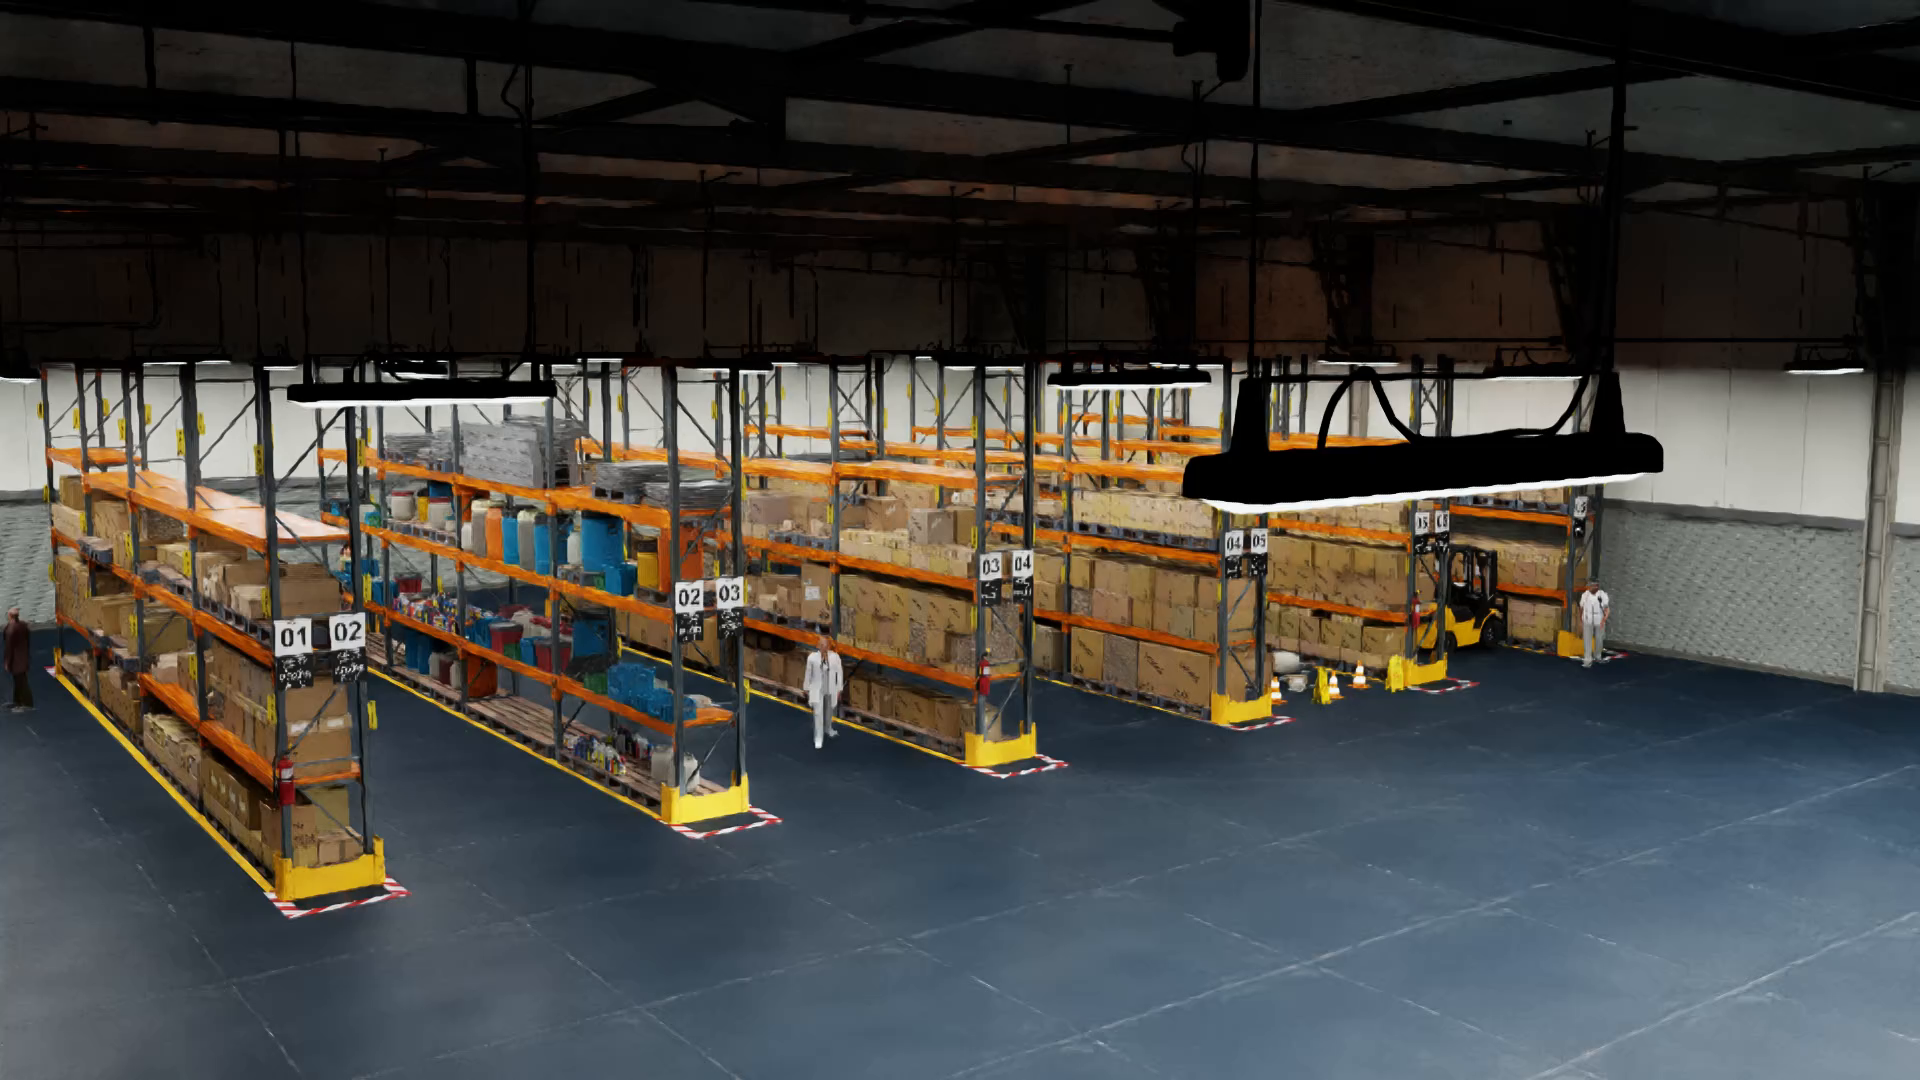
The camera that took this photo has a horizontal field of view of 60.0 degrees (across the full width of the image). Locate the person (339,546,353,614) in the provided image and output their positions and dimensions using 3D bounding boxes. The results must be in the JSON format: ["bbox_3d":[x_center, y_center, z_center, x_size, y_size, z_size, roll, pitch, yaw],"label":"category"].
[{"bbox_3d":[-14.258,0.906,38.336,0.484,1.665,0.647,2,7,13],"label":"person"}]

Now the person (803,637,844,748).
[{"bbox_3d":[-2.142,2.349,26.115,0.630,1.723,1.046,-2,7,-16],"label":"person"}]

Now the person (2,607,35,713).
[{"bbox_3d":[-16.151,2.023,28.416,0.620,1.776,0.678,-1,7,-7],"label":"person"}]

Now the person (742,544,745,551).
[{"bbox_3d":[-5.981,0.038,45.393,0.525,1.715,0.581,2,7,16],"label":"person"}]

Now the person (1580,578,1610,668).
[{"bbox_3d":[12.353,1.586,32.364,0.571,1.738,0.717,3,8,25],"label":"person"}]
